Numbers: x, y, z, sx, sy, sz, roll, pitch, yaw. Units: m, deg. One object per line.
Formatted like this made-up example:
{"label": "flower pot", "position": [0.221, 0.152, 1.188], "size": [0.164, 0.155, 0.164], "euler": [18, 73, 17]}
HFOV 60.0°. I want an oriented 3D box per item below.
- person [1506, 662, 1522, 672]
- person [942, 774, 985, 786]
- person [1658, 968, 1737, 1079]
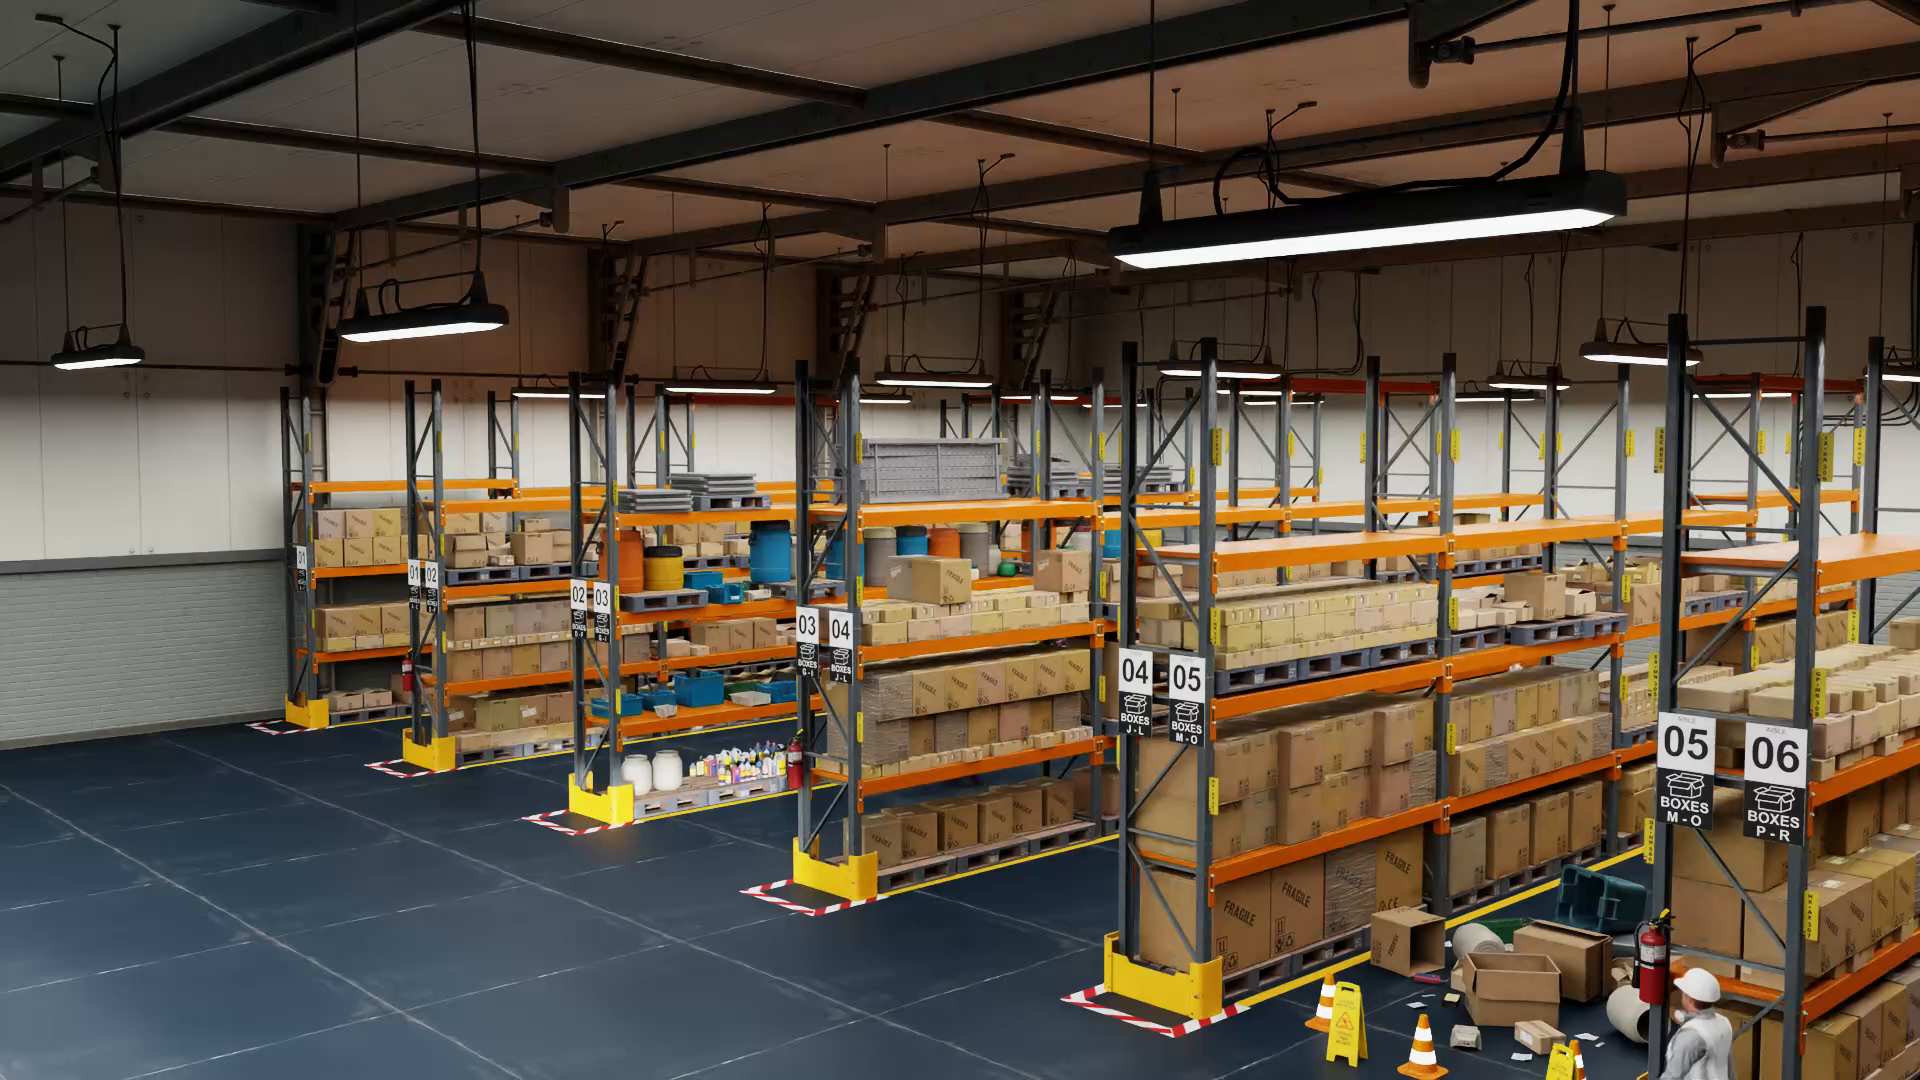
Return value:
{"label": "person", "position": [8.696, 2.609, 26.251], "size": [0.410, 1.827, 0.554], "euler": [1, 4, 10]}
{"label": "person", "position": [0.064, 2.817, 24.465], "size": [0.632, 1.698, 0.530], "euler": [-1, 4, -19]}
{"label": "person", "position": [4.646, 3.602, 10.570], "size": [0.804, 1.776, 0.484], "euler": [1, 4, 16]}
